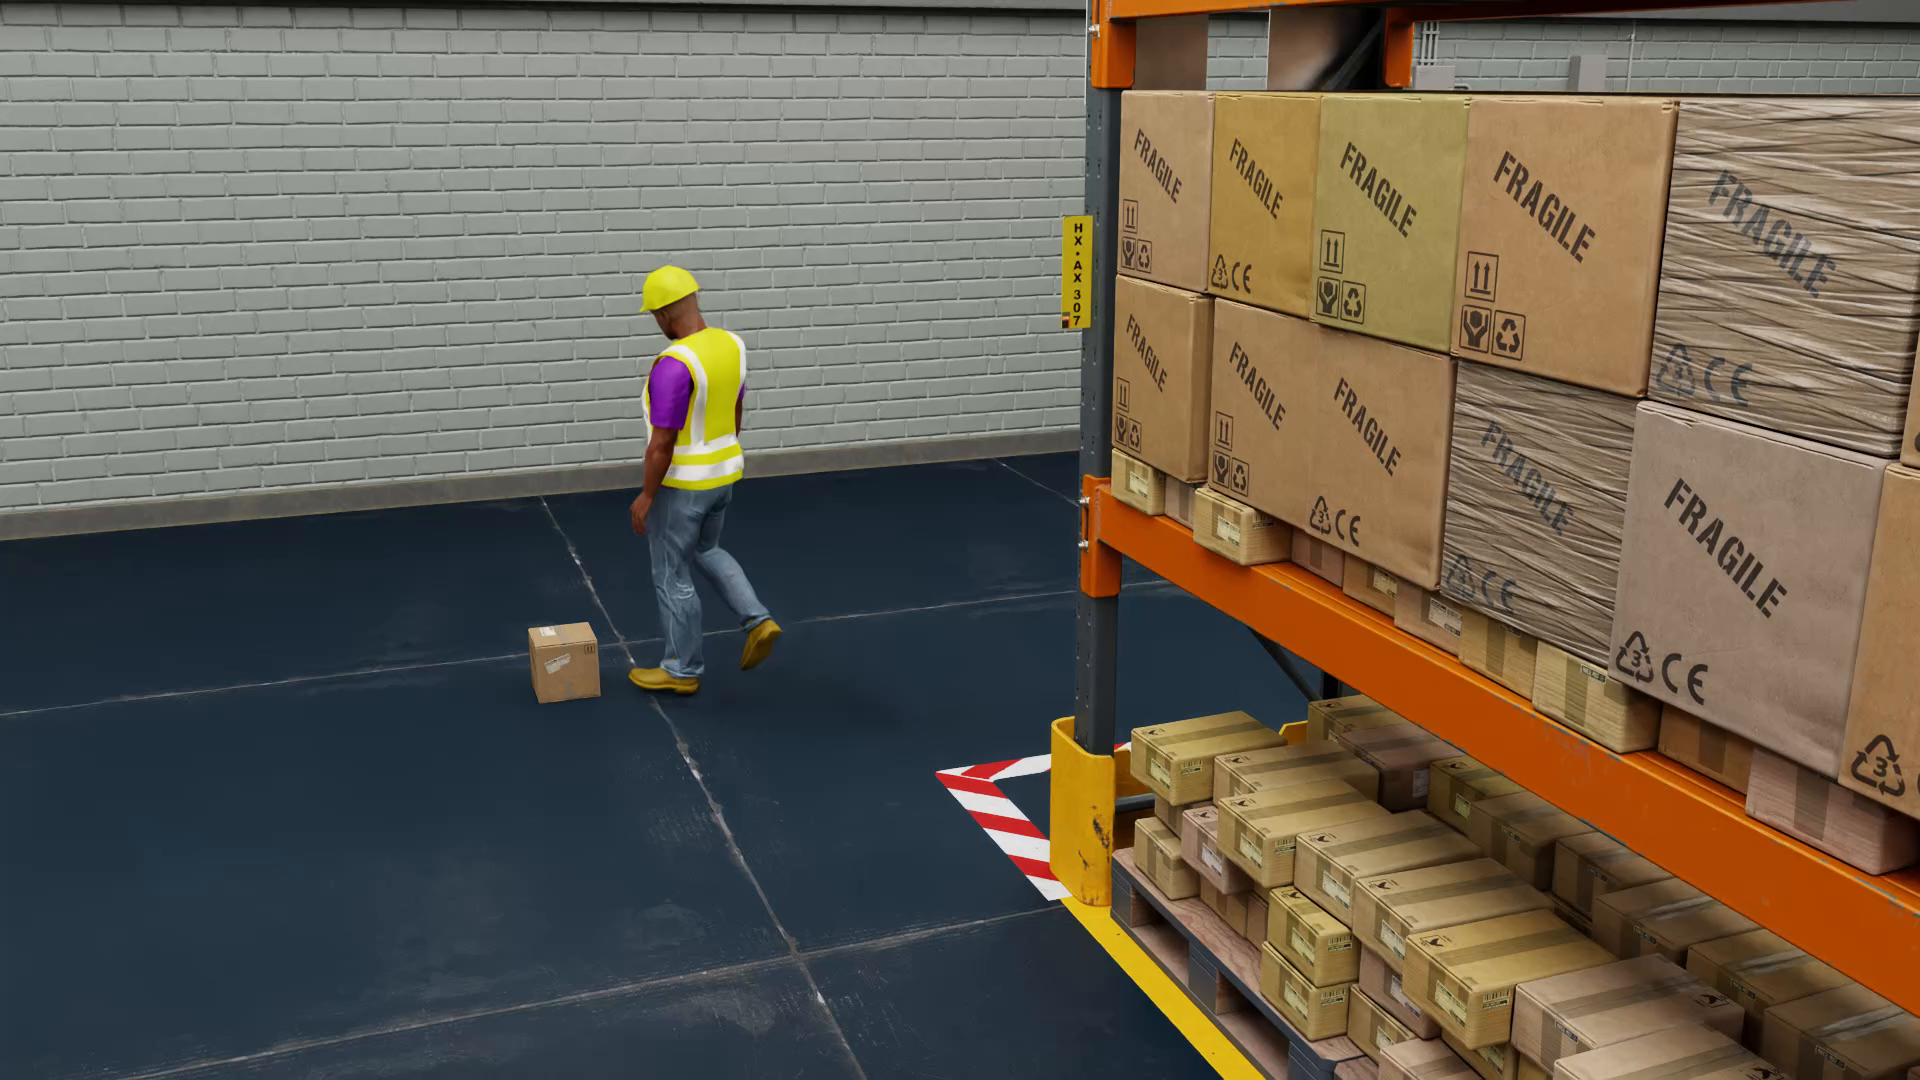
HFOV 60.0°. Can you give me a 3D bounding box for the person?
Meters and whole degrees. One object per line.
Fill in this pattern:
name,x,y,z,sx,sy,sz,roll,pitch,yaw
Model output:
person,-1.074,-0.237,6.775,0.581,1.761,0.597,7,17,23
